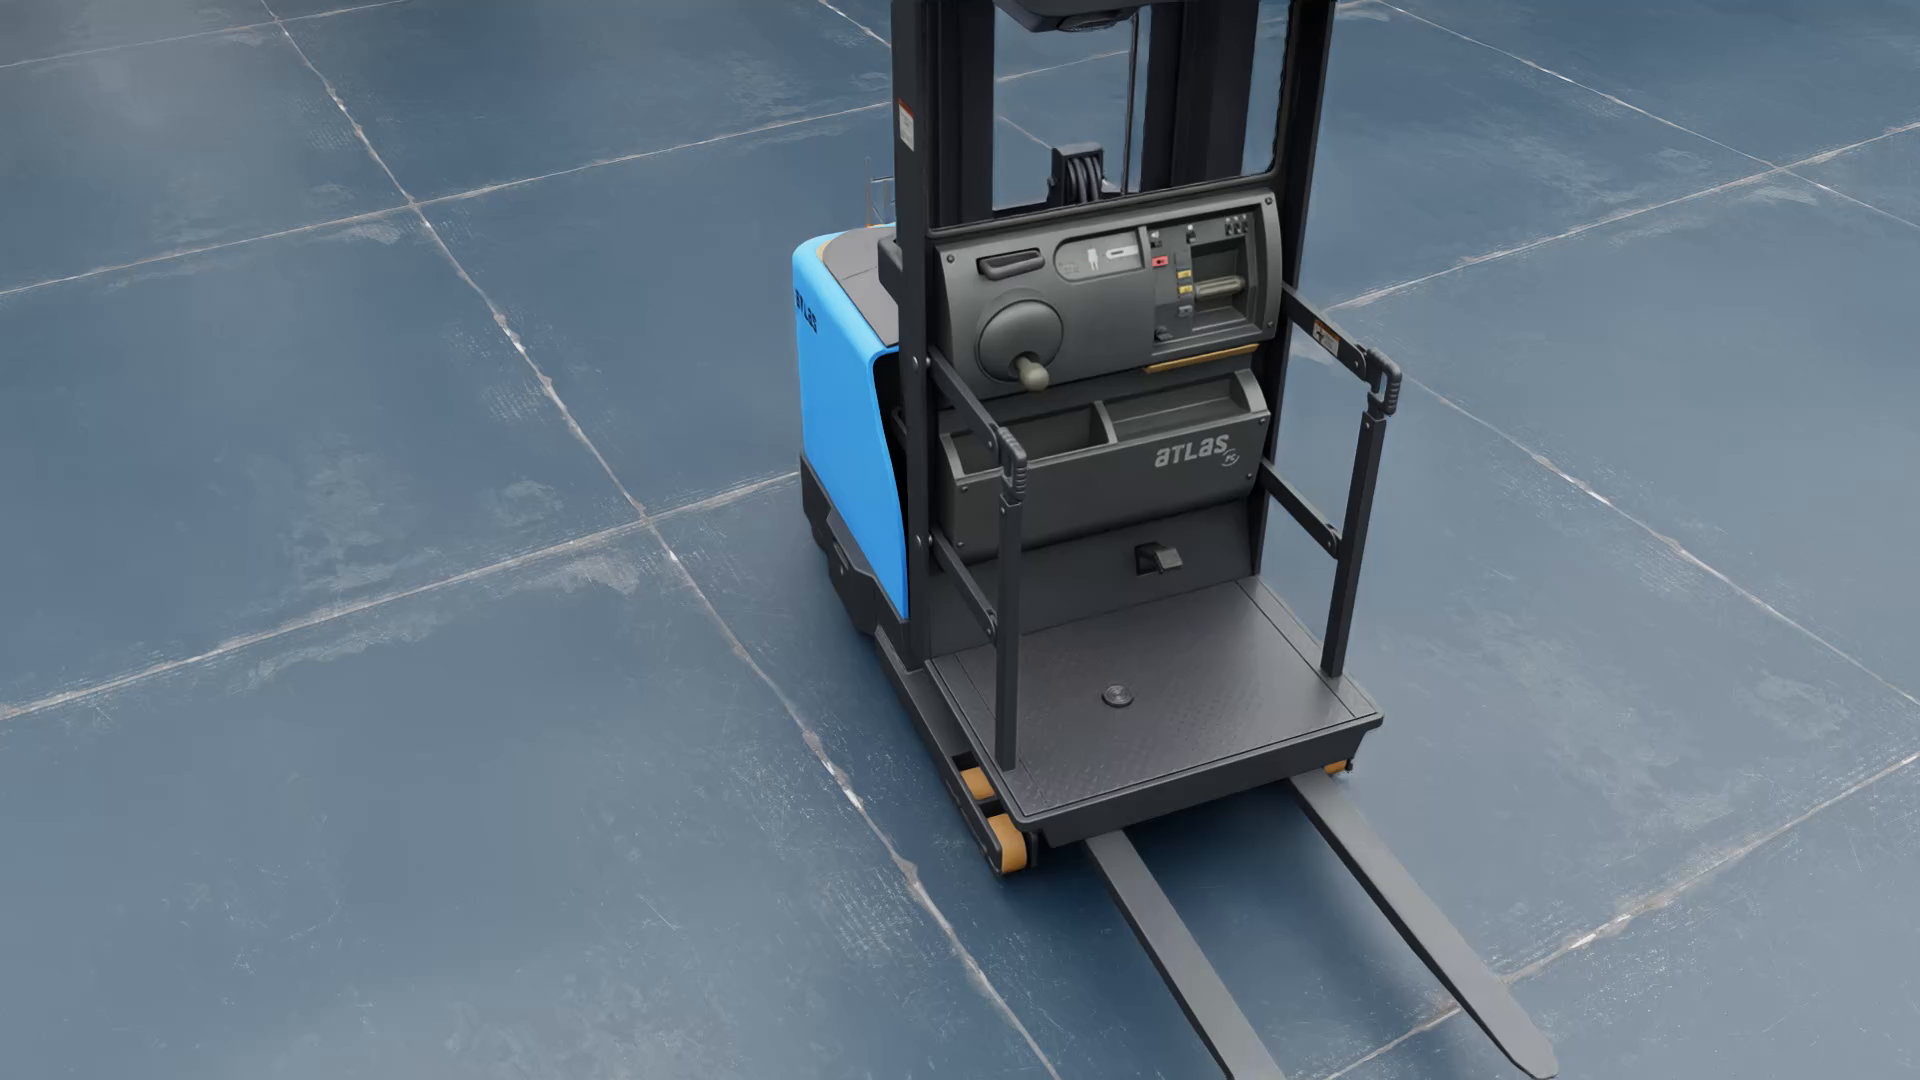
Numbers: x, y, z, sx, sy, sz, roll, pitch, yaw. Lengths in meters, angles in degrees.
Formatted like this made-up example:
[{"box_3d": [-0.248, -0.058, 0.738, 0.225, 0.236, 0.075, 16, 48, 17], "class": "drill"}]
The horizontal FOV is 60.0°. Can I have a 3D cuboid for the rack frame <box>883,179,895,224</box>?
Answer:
[{"box_3d": [-0.132, -0.686, 5.672, 0.240, 1.200, 0.006, -13, 38, -18], "class": "rack frame"}]

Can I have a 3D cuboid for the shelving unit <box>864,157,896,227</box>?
[{"box_3d": [-0.166, -0.736, 5.740, 0.258, 1.200, 0.189, -13, 38, -18], "class": "shelving unit"}]

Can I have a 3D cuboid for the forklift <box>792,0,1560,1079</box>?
[{"box_3d": [0.476, -0.562, 4.035, 1.130, 2.935, 3.031, -13, 38, -18], "class": "forklift"}]

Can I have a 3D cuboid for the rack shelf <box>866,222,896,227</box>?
[{"box_3d": [-0.166, -0.991, 5.554, 0.258, 0.103, 0.180, -13, 38, -18], "class": "rack shelf"}]

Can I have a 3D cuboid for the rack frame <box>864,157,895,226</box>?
[{"box_3d": [-0.200, -0.786, 5.809, 0.240, 1.200, 0.006, -13, 38, -18], "class": "rack frame"}]
